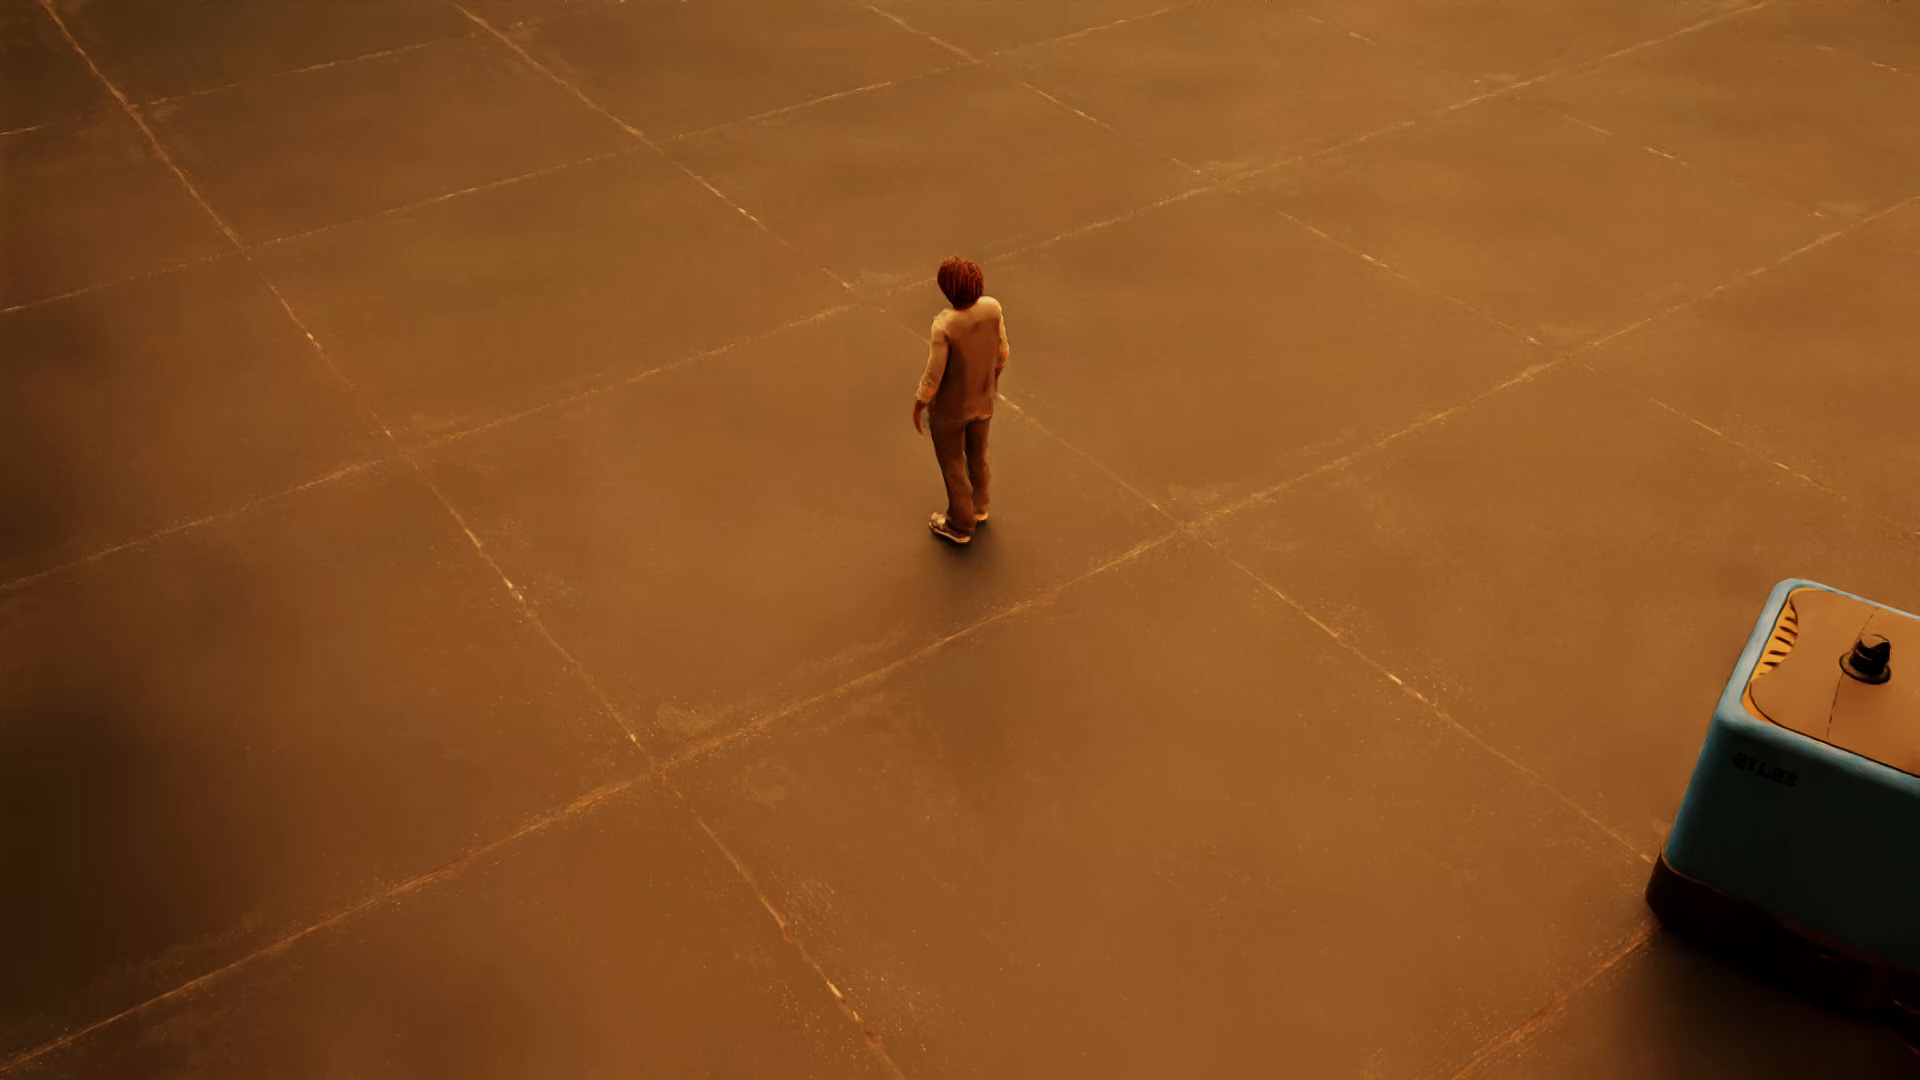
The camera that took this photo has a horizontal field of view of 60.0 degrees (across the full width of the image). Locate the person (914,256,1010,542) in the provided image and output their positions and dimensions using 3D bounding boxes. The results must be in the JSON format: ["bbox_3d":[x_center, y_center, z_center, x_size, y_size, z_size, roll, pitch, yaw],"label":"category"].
[{"bbox_3d":[-0.032,-0.688,7.986,0.521,1.597,0.474,-23,42,-28],"label":"person"}]

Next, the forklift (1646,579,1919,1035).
[{"bbox_3d":[4.149,0.543,5.210,3.031,2.935,1.130,22,42,27],"label":"forklift"}]
